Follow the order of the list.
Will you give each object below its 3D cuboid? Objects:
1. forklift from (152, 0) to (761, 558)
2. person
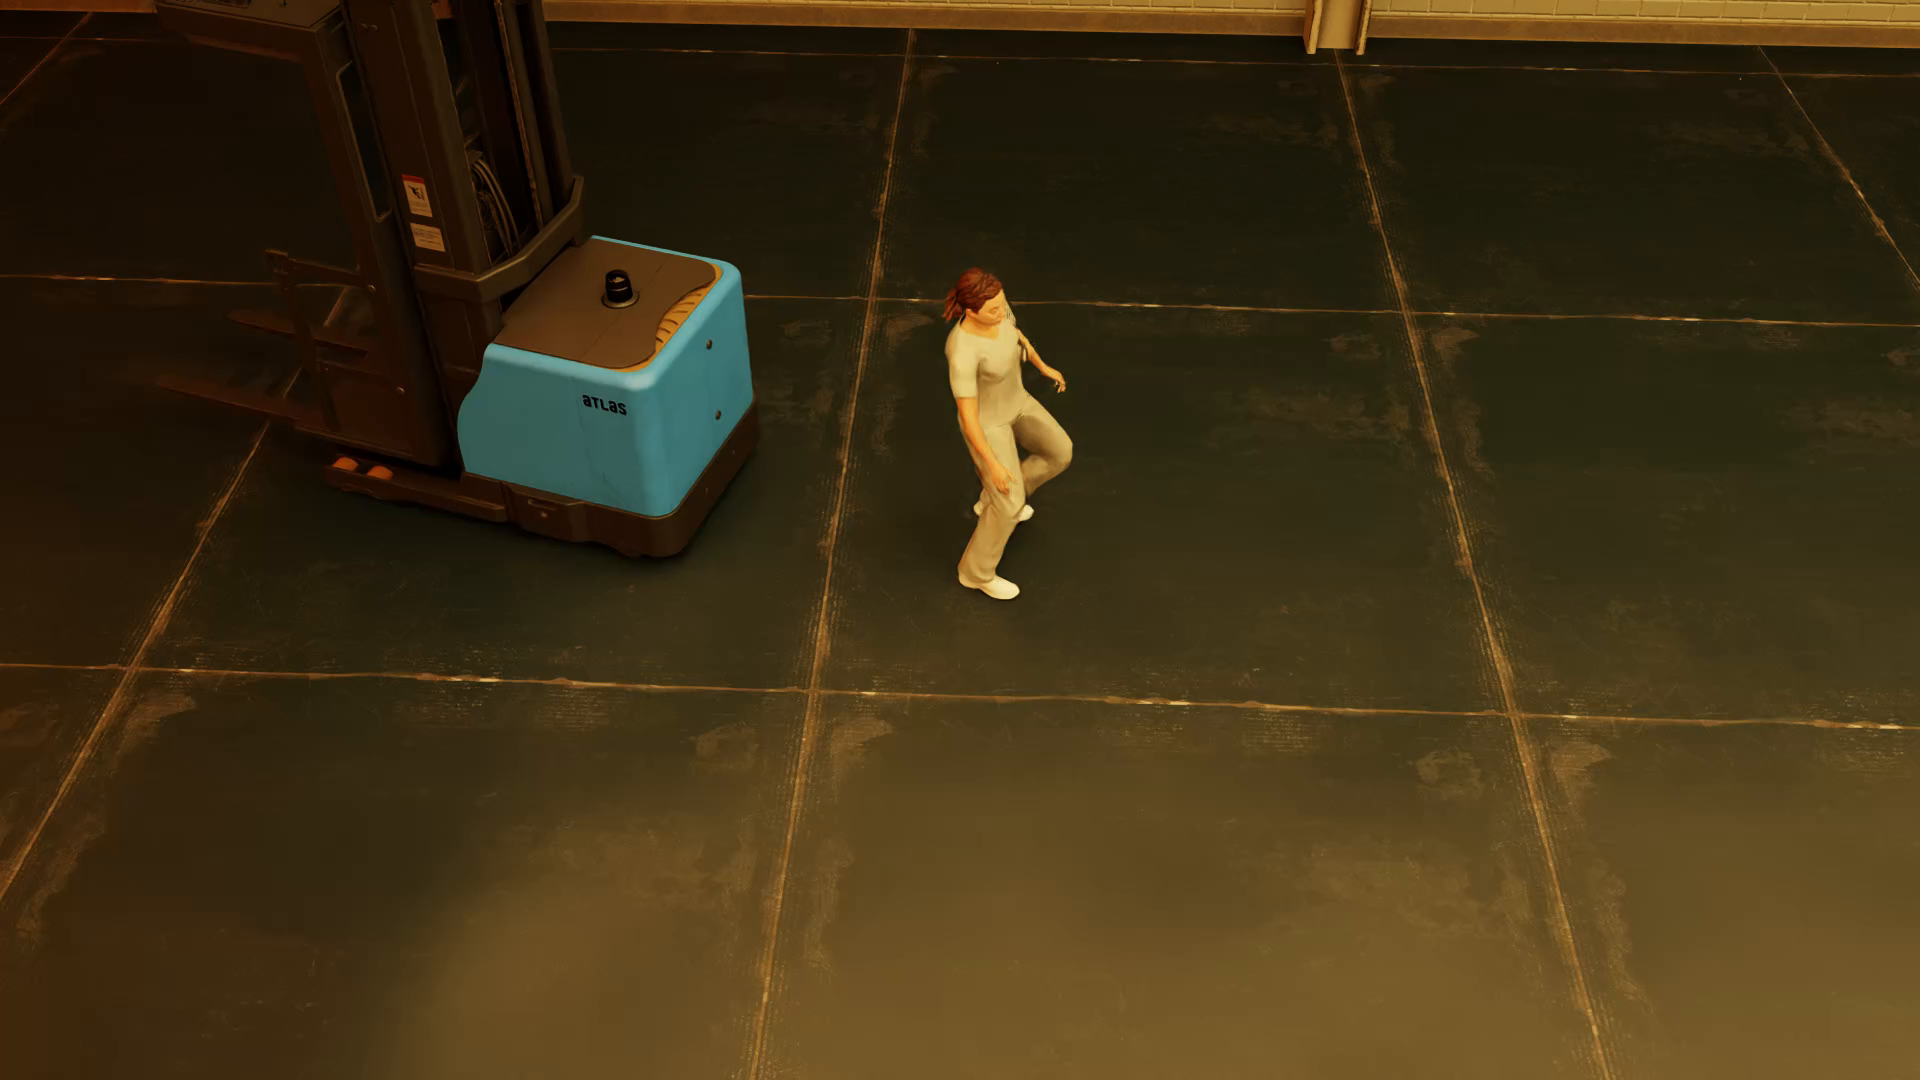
[{"bbox_3d":[-2.578,-1.599,7.494,3.031,2.935,1.130,13,44,14],"label":"forklift"},{"bbox_3d":[0.165,-0.529,7.345,0.524,1.550,0.749,20,46,21],"label":"person"}]
